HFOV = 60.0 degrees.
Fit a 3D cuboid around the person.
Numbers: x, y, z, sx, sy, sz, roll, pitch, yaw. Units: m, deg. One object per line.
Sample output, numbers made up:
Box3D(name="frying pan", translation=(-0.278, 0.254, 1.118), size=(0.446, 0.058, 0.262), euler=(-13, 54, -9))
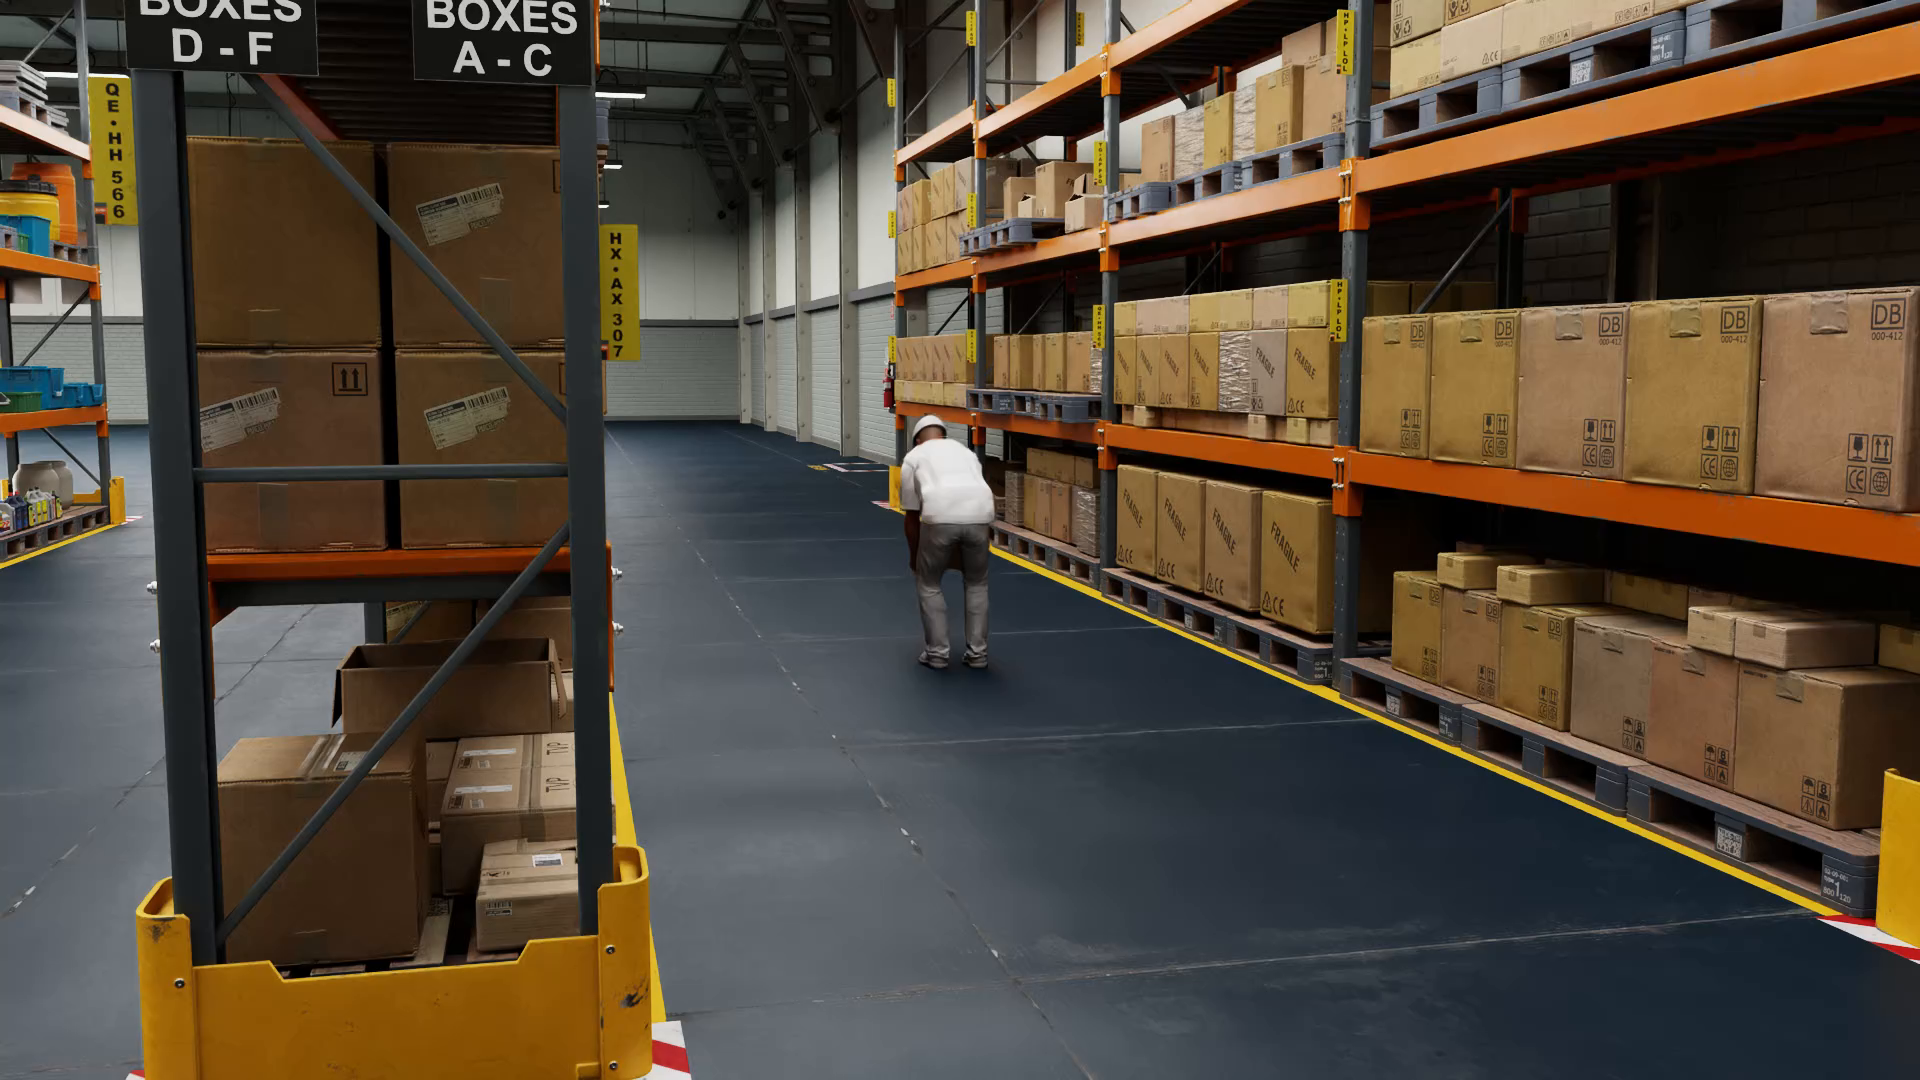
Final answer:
Box3D(name="person", translation=(-0.099, -0.003, 9.840), size=(0.488, 1.454, 0.857), euler=(-2, 6, -15))
